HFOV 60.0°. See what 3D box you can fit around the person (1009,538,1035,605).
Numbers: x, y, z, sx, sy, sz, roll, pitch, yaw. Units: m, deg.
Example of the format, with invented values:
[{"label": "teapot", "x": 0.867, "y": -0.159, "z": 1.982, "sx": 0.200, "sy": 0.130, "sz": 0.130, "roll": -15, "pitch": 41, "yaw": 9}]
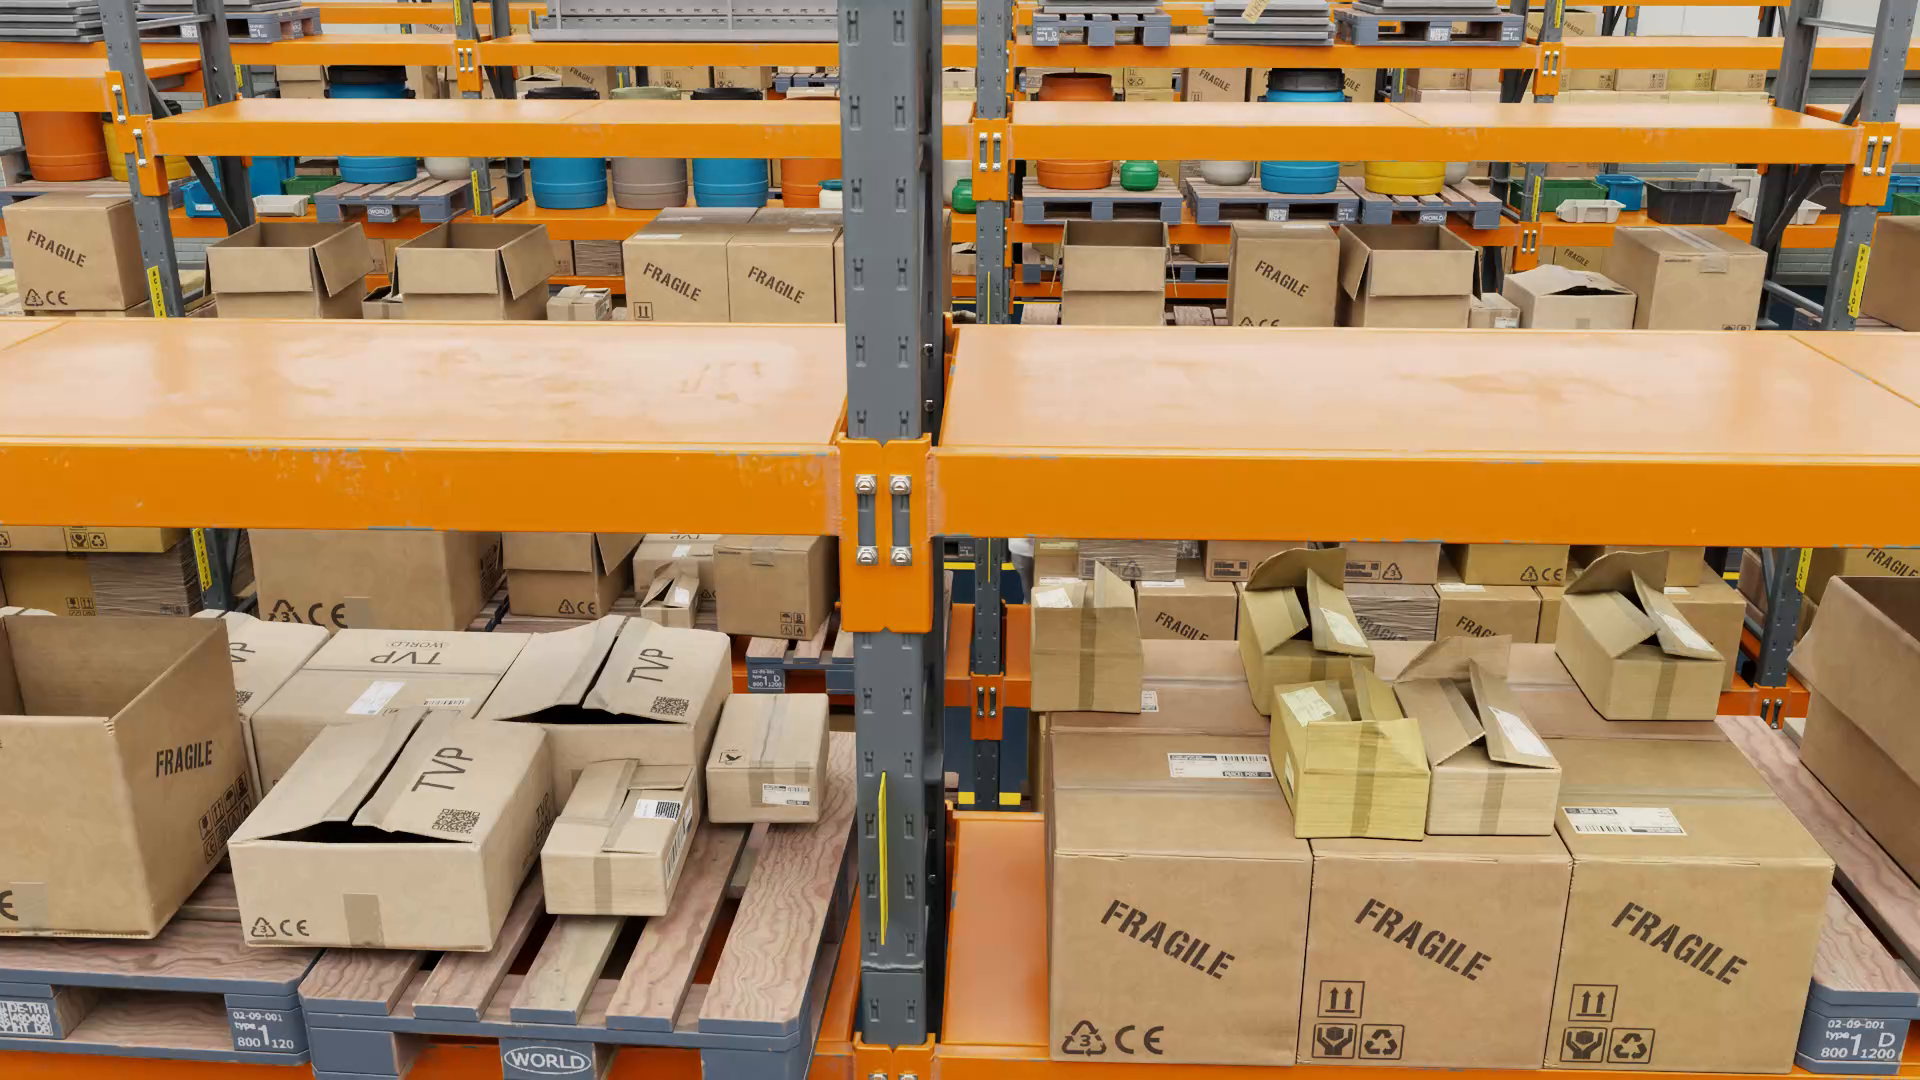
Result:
[{"label": "person", "x": 0.607, "y": 0.058, "z": 11.536, "sx": 0.549, "sy": 1.763, "sz": 0.494, "roll": 1, "pitch": 21, "yaw": 3}]
